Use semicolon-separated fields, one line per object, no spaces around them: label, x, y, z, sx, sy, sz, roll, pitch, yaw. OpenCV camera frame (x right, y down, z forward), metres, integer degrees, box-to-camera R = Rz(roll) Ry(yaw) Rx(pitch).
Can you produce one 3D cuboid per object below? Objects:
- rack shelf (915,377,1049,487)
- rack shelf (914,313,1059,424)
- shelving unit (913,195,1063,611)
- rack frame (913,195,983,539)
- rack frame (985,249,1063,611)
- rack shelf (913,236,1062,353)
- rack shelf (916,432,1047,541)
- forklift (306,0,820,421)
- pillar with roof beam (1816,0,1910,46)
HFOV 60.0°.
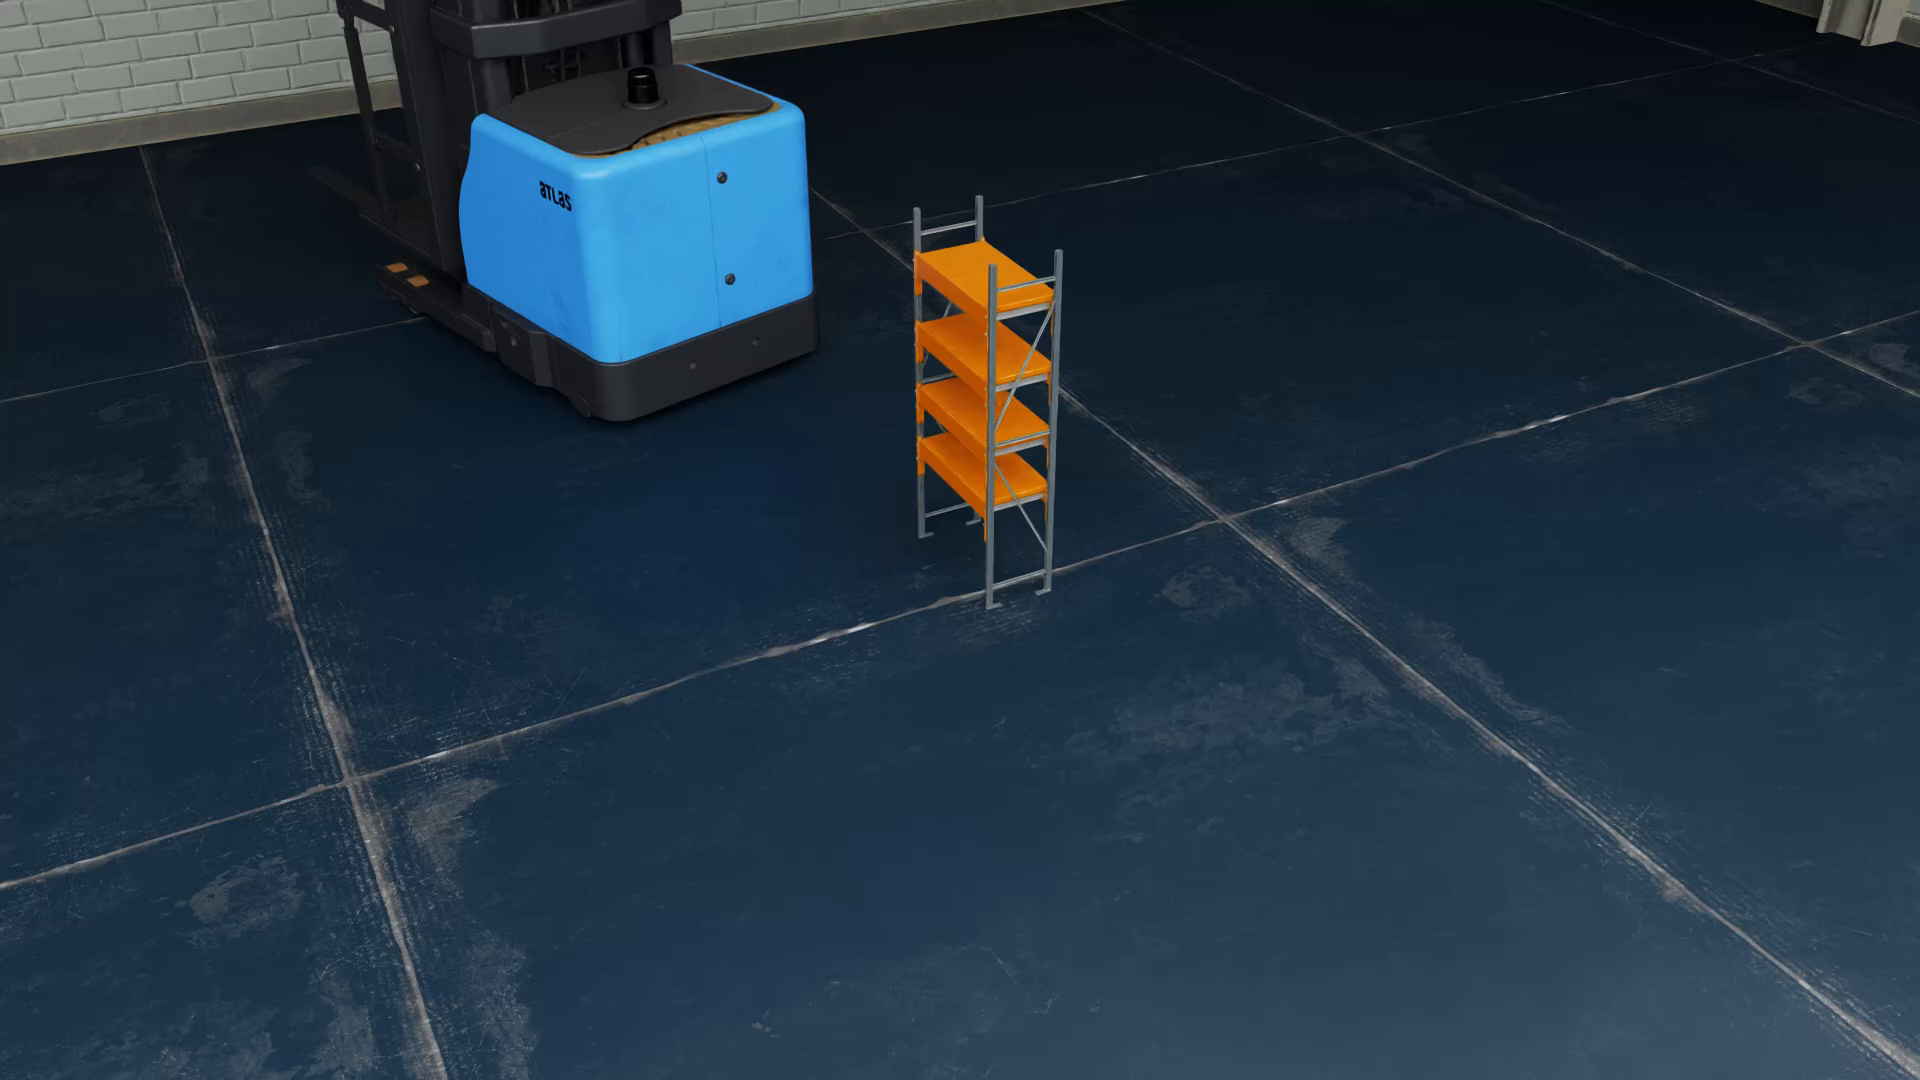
rack shelf;0.077;-0.370;5.339;0.258;0.148;0.480;-16;36;-23
rack shelf;0.077;-0.558;5.219;0.258;0.148;0.480;-16;36;-23
shelving unit;0.077;-0.426;5.303;0.258;1.200;0.503;-16;36;-23
rack frame;-0.037;-0.543;5.485;0.240;1.200;0.015;-16;36;-23
rack frame;0.191;-0.310;5.121;0.240;1.200;0.015;-16;36;-23
rack shelf;0.077;-0.757;5.091;0.258;0.148;0.480;-16;36;-23
rack shelf;0.077;-0.202;5.446;0.258;0.148;0.480;-16;36;-23
forklift;-1.947;-2.391;6.766;1.130;2.935;3.031;-26;41;-35
pillar with roof beam;2.078;-6.017;6.801;9.100;9.000;0.400;-16;36;-23
